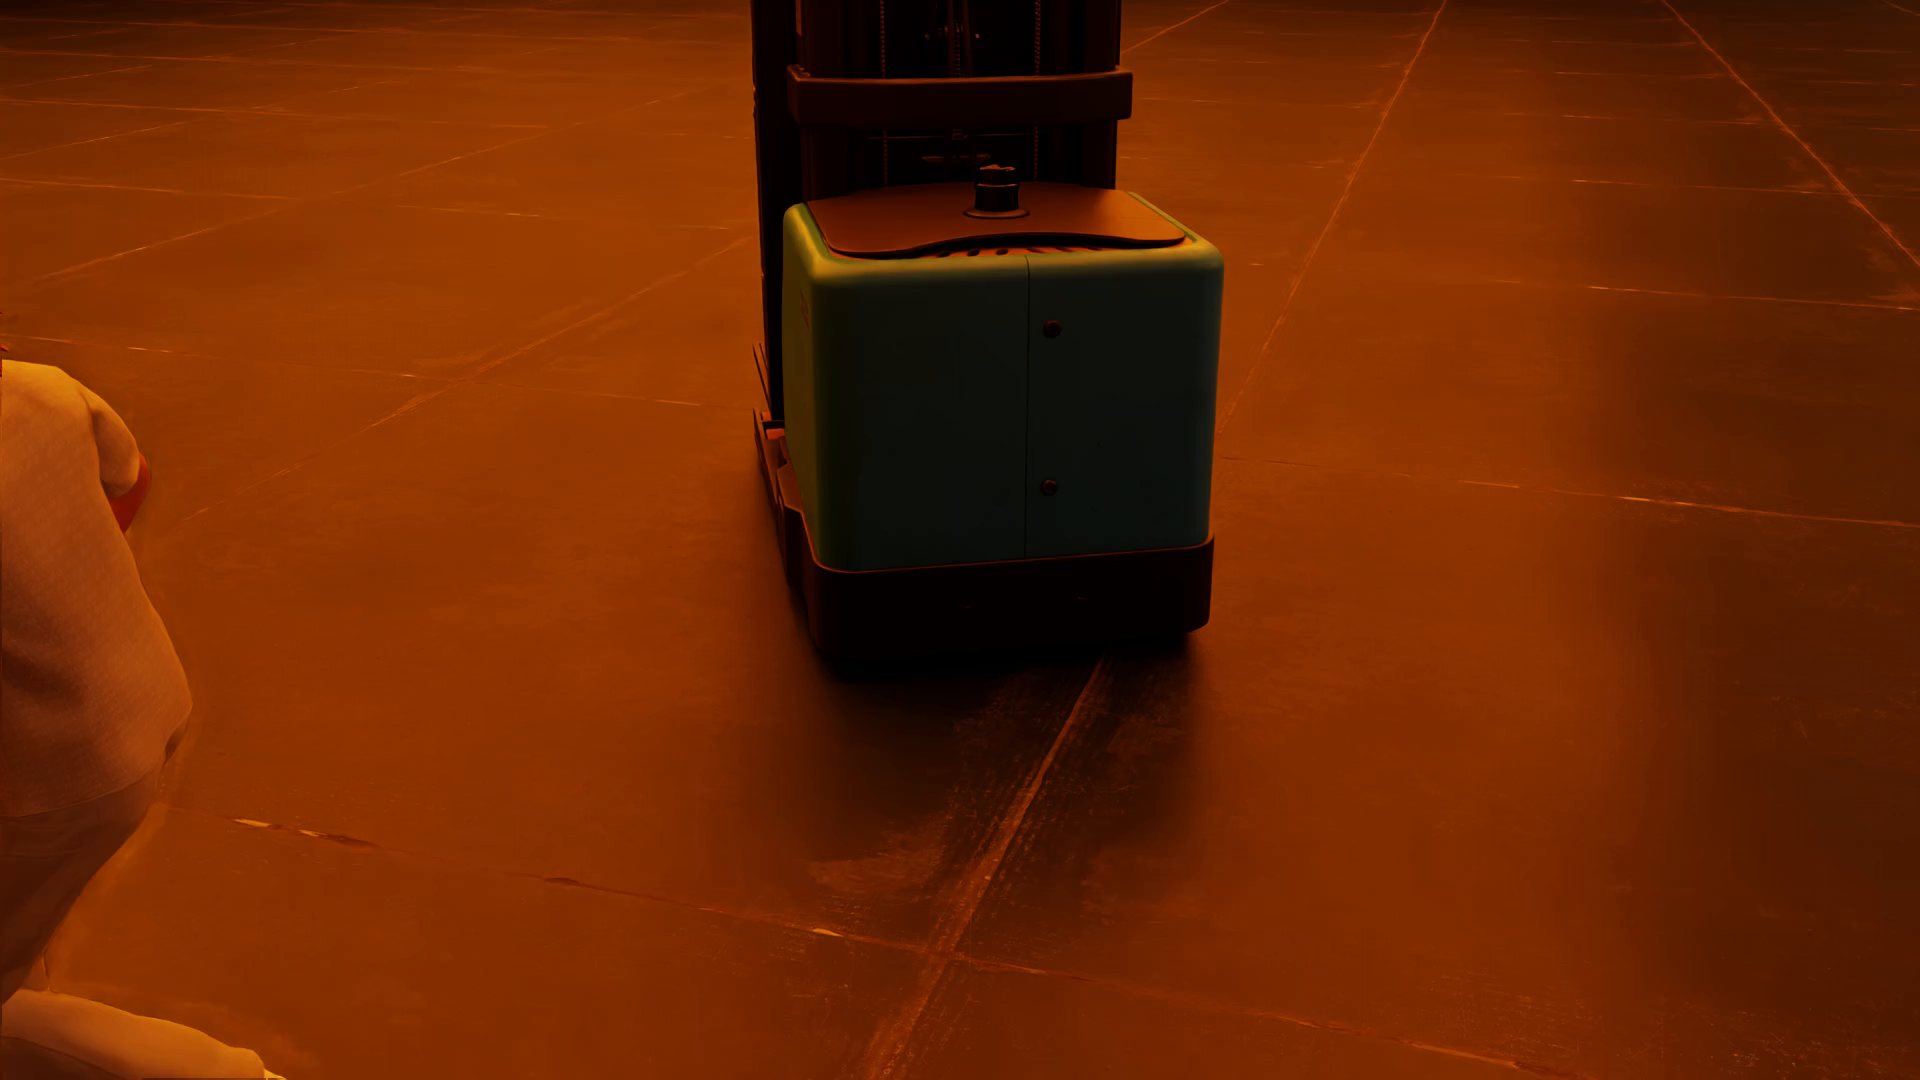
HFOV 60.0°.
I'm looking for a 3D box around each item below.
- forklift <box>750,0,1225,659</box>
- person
[{"bbox_3d":[-0.112,-1.584,5.116,1.130,2.935,3.031,-4,23,-10],"label":"forklift"},{"bbox_3d":[-1.411,0.278,2.340,0.764,1.552,0.753,-1,22,-3],"label":"person"}]
